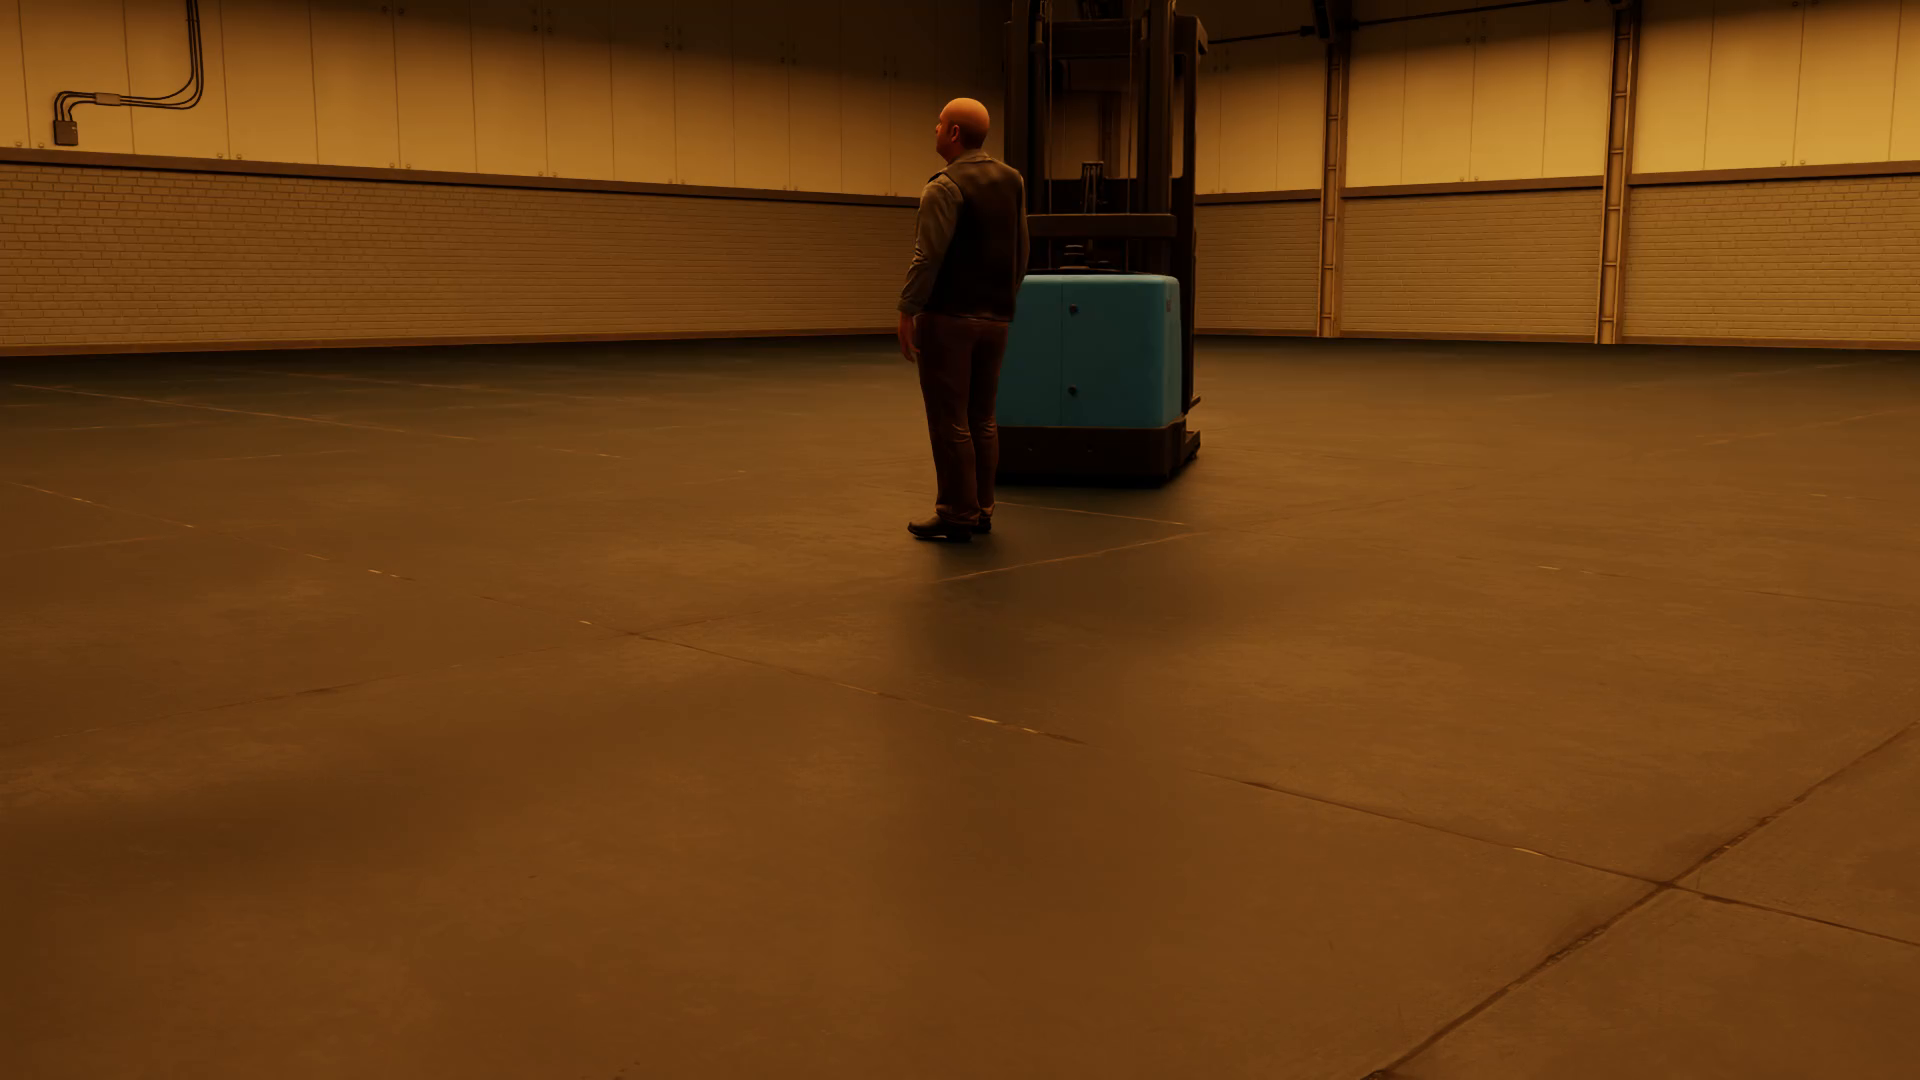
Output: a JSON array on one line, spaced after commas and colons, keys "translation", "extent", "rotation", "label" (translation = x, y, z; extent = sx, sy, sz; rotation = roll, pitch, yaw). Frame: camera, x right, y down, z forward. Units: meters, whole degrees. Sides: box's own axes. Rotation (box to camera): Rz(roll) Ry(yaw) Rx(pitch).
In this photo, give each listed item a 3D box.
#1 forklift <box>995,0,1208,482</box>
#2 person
[{"translation": [0.845, -1.934, 9.717], "extent": [1.130, 2.935, 3.031], "rotation": [2, 9, 13], "label": "forklift"}, {"translation": [-0.039, -0.866, 6.636], "extent": [0.568, 1.720, 0.632], "rotation": [8, 12, 43], "label": "person"}]
